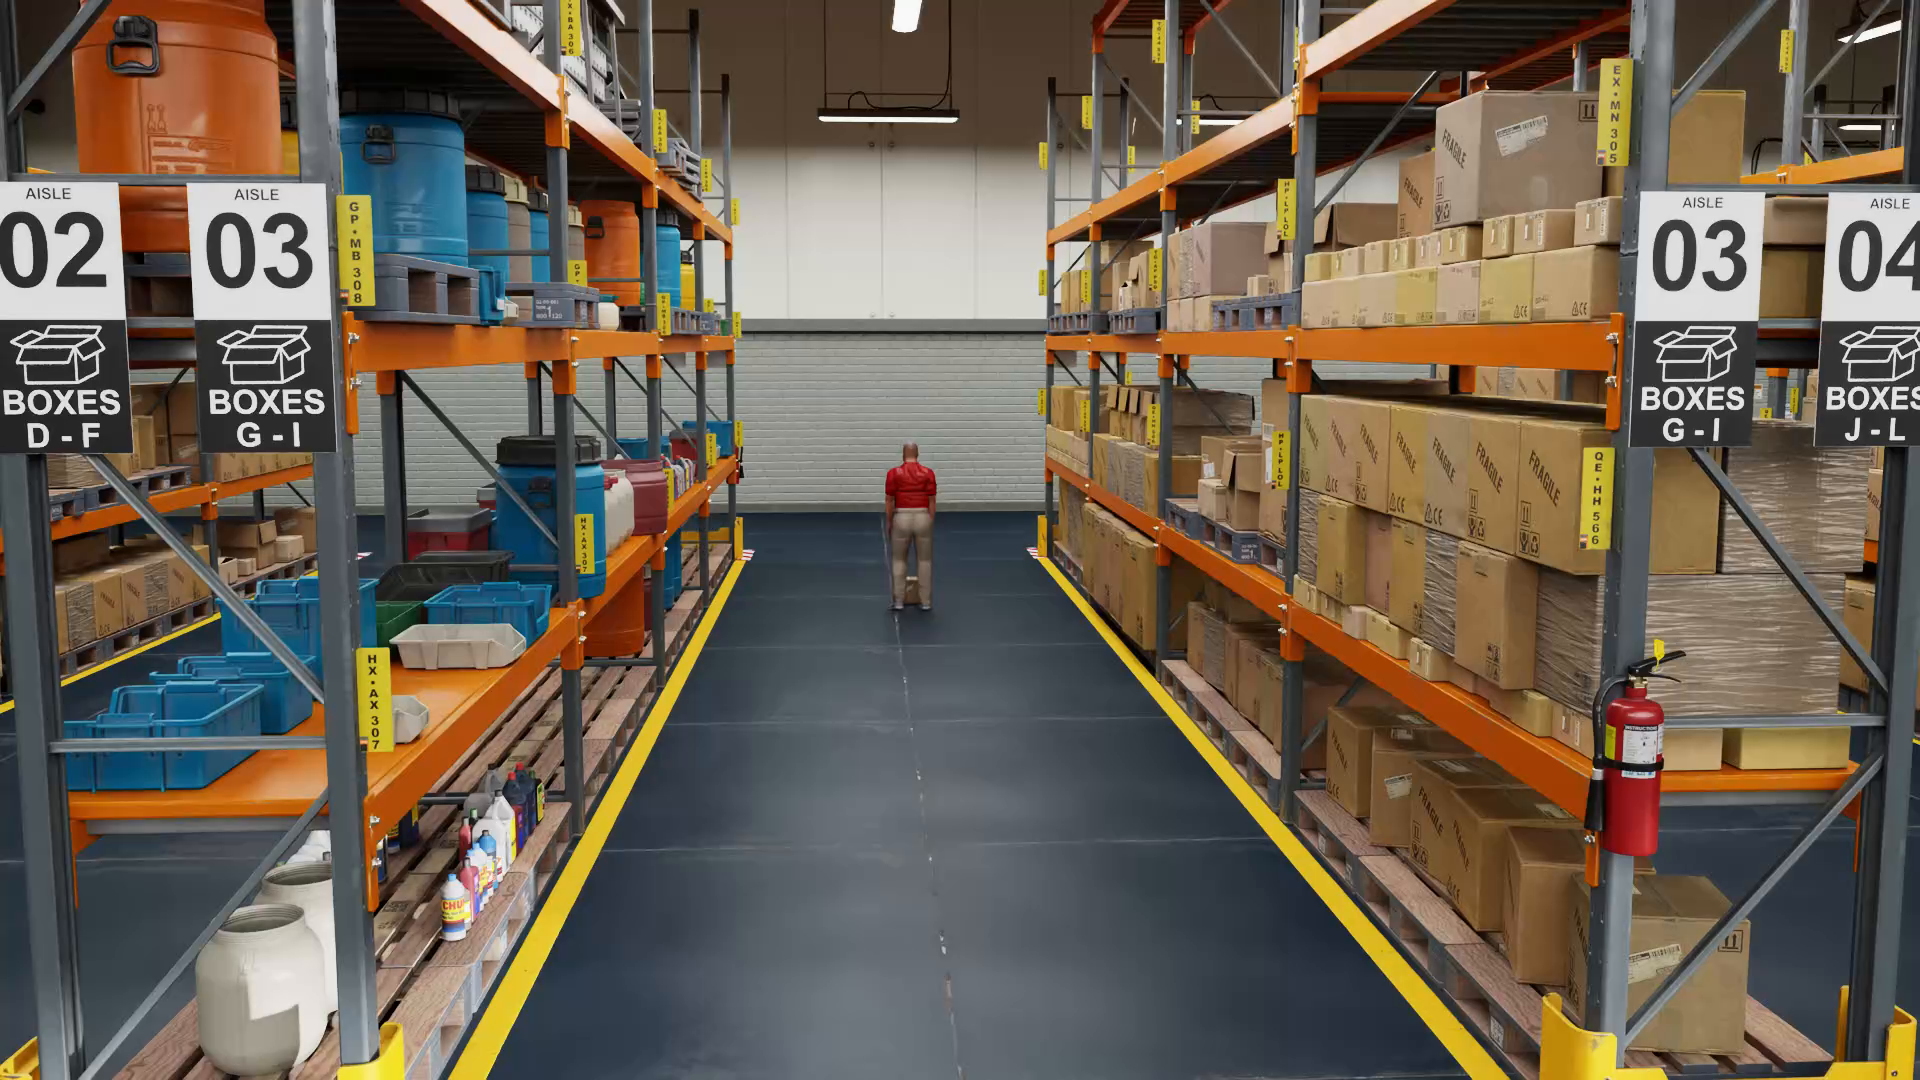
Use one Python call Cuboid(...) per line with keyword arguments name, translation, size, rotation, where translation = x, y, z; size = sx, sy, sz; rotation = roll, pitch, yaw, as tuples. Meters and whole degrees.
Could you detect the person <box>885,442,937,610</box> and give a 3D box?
Cuboid(name="person", translation=(-0.506, -0.139, 17.050), size=(0.530, 1.744, 0.361), rotation=(0, 7, -2))
